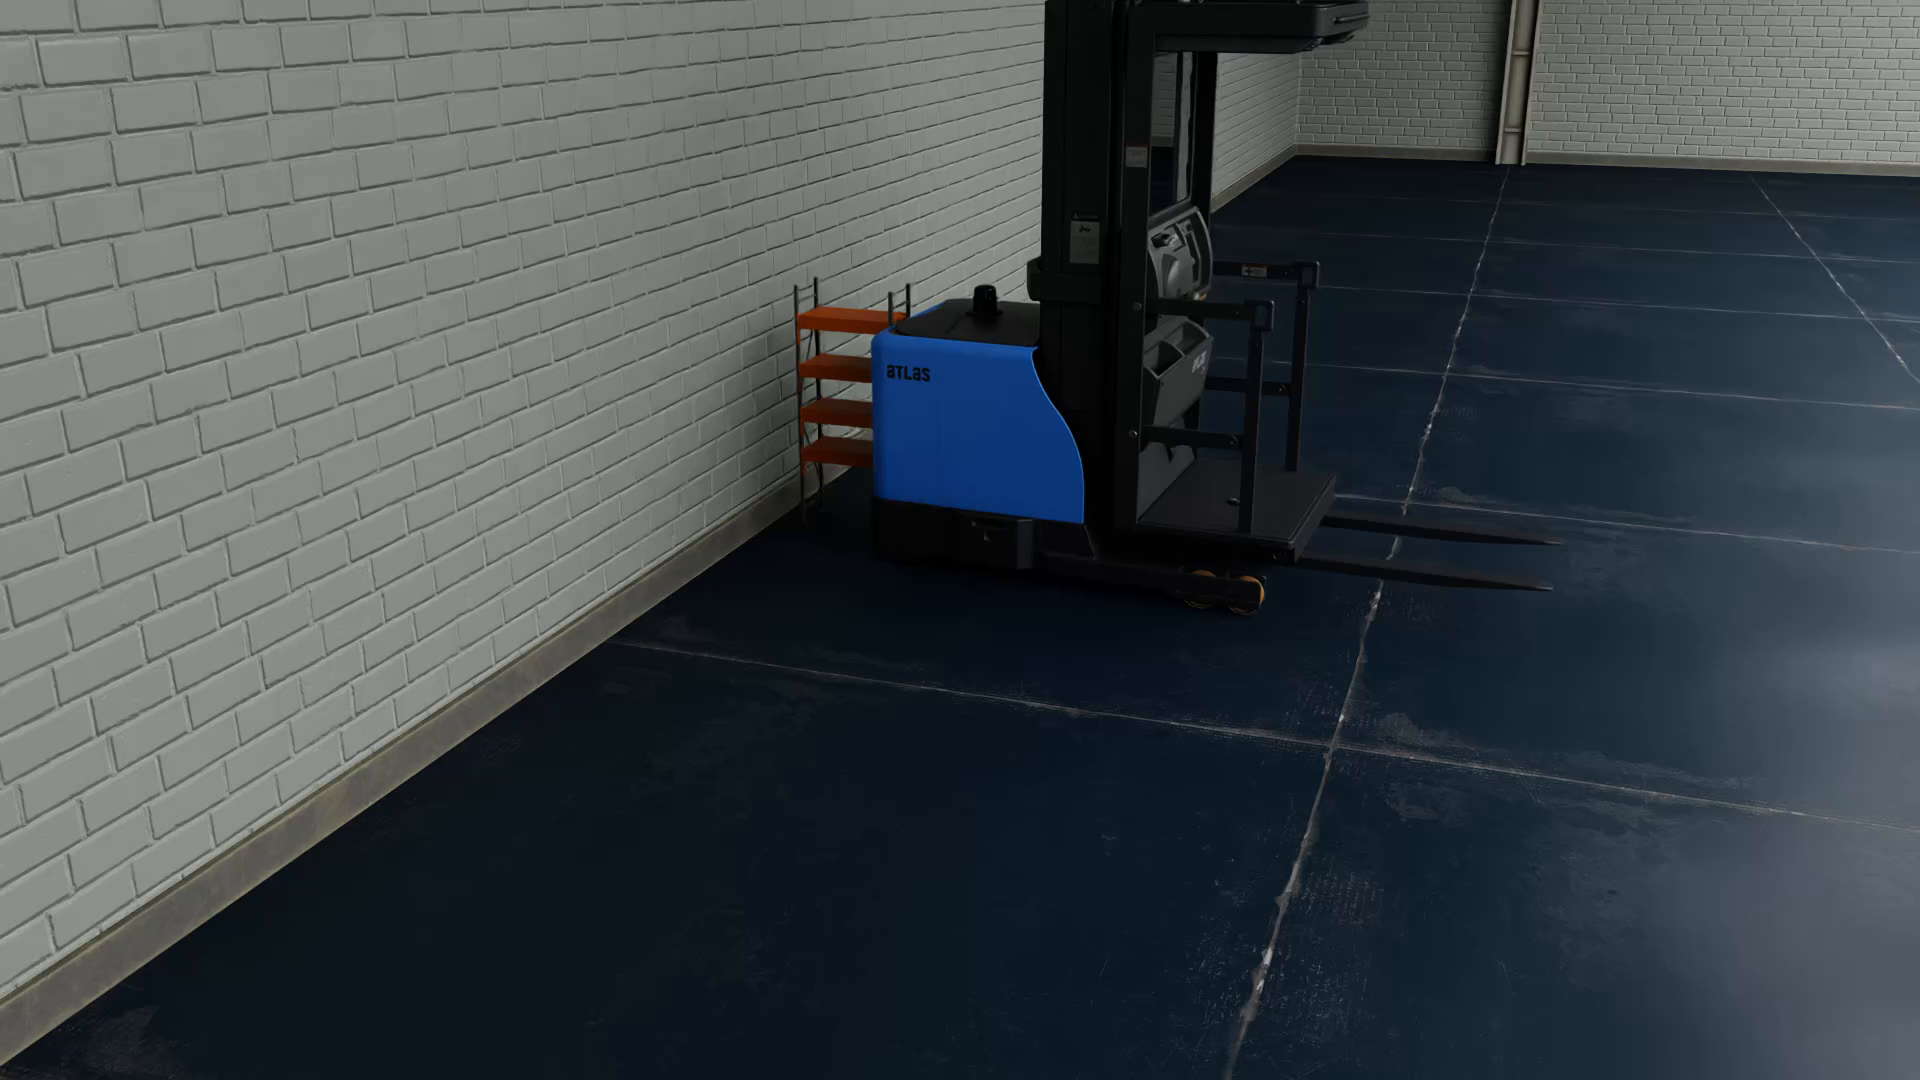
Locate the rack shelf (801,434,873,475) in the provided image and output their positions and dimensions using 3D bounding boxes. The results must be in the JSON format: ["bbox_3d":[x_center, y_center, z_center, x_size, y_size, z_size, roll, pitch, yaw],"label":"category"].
[{"bbox_3d":[-0.514,-0.401,8.211,0.480,0.148,0.258,7,20,19],"label":"rack shelf"}]

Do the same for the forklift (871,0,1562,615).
[{"bbox_3d":[1.152,-1.260,7.238,3.031,2.935,1.130,8,21,21],"label":"forklift"}]

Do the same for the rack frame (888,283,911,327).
[{"bbox_3d":[-0.285,-0.624,8.042,0.015,1.200,0.240,7,20,19],"label":"rack frame"}]

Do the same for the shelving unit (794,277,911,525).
[{"bbox_3d":[-0.514,-0.652,8.124,0.503,1.200,0.258,7,20,19],"label":"shelving unit"}]

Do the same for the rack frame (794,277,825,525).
[{"bbox_3d":[-0.742,-0.680,8.205,0.015,1.200,0.240,7,20,19],"label":"rack frame"}]

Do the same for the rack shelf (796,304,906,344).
[{"bbox_3d":[-0.514,-1.023,7.994,0.480,0.148,0.258,7,20,19],"label":"rack shelf"}]

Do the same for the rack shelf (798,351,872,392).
[{"bbox_3d":[-0.514,-0.800,8.072,0.480,0.148,0.258,7,20,19],"label":"rack shelf"}]

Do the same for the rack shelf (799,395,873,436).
[{"bbox_3d":[-0.514,-0.588,8.146,0.480,0.148,0.258,7,20,19],"label":"rack shelf"}]

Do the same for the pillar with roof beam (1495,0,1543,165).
[{"bbox_3d":[6.220,-8.136,17.746,0.400,9.000,9.100,7,20,18],"label":"pillar with roof beam"}]
